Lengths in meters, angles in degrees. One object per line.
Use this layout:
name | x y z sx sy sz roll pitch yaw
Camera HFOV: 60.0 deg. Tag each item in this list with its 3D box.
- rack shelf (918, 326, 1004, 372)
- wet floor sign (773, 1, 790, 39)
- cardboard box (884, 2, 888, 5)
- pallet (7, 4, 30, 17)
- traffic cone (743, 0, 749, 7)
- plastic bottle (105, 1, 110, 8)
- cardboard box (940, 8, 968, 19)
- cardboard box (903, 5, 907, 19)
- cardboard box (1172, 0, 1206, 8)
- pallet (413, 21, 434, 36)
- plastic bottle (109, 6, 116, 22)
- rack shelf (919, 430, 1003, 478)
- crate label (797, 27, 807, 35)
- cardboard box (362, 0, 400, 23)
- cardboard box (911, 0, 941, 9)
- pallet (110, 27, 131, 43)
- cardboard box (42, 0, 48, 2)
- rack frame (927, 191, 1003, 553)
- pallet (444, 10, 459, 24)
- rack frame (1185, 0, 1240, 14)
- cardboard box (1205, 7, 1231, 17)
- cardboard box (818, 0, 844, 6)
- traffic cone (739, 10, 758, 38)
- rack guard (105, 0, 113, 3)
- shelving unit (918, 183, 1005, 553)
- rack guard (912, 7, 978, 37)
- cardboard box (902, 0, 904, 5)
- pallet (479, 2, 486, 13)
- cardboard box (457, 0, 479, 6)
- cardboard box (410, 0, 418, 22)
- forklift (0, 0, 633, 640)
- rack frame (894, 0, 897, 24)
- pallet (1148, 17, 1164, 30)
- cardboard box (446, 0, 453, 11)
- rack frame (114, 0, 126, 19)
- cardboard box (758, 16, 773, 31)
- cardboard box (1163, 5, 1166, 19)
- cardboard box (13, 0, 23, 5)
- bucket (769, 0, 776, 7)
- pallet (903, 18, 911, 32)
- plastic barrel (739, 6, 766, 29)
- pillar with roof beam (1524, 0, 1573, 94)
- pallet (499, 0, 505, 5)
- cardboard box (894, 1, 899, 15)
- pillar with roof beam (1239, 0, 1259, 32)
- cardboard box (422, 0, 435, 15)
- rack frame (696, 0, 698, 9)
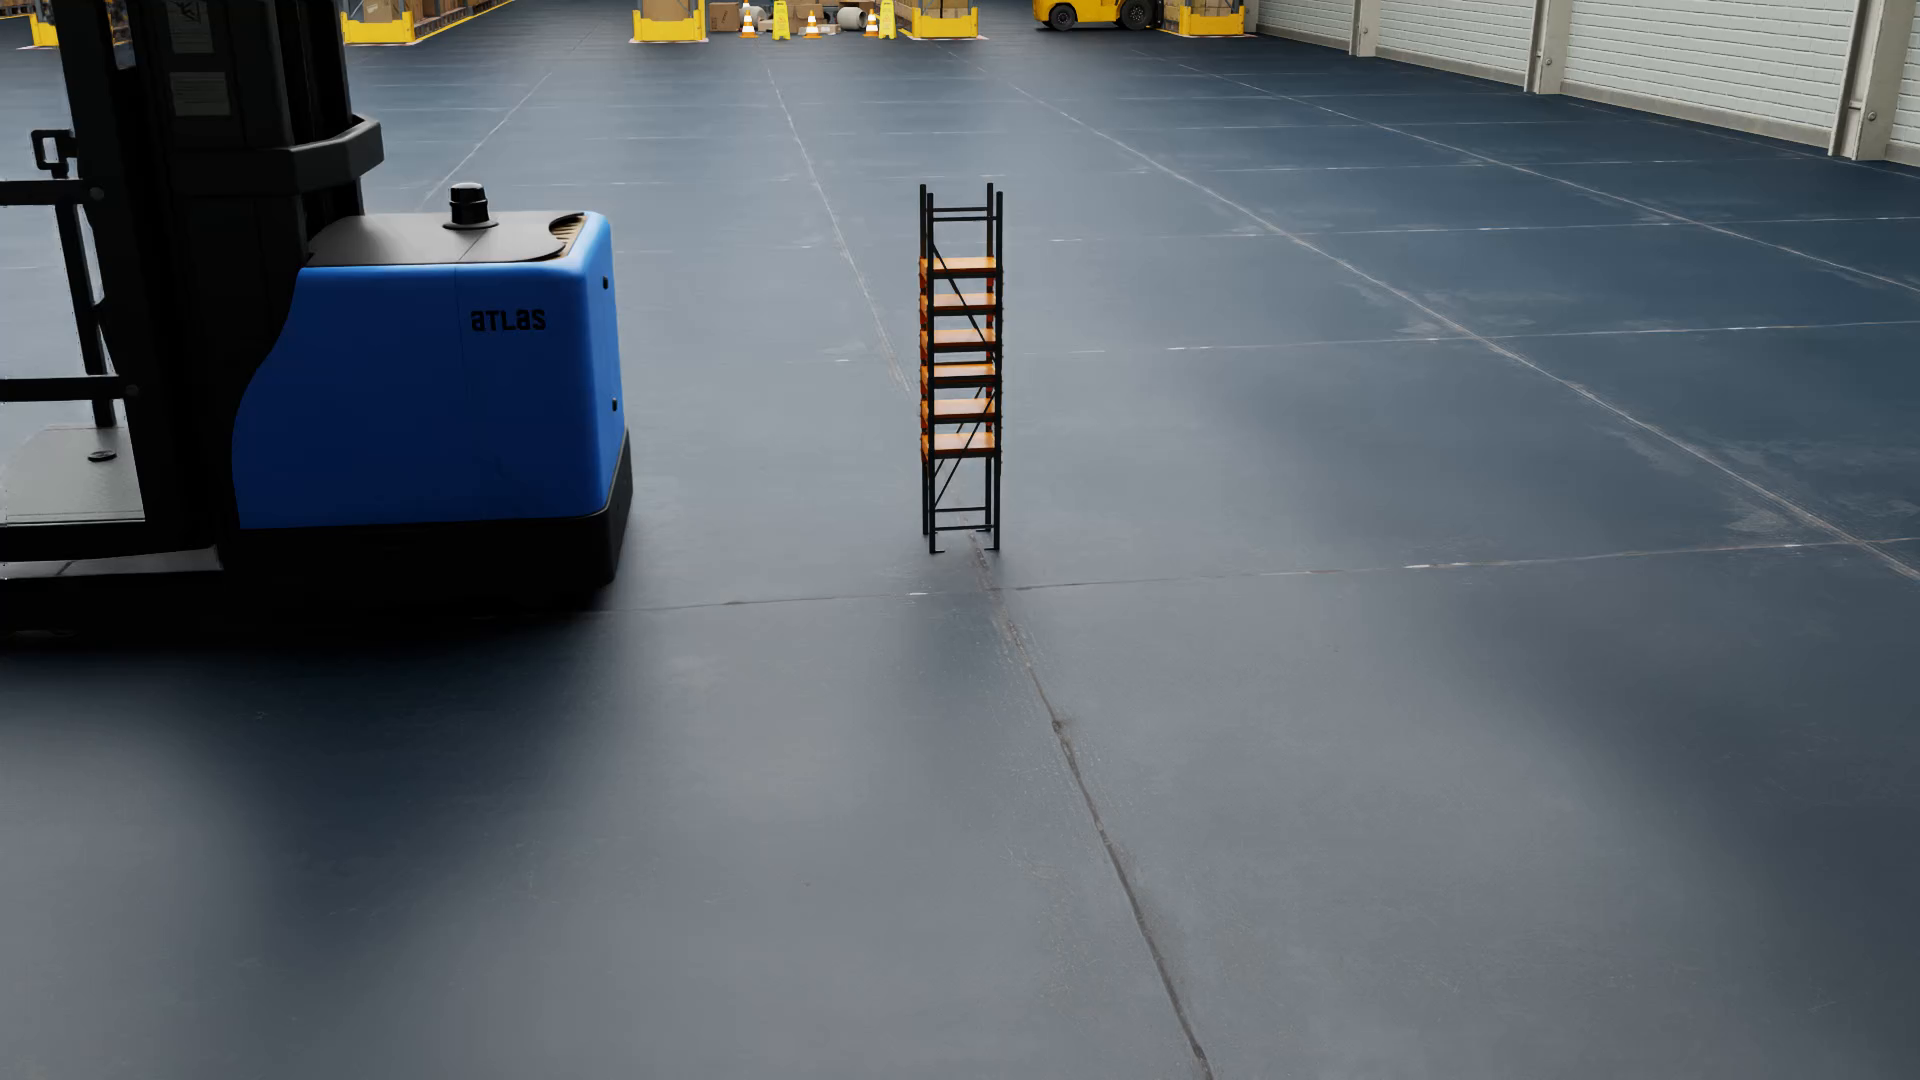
rack shelf | 0.002 -0.628 5.466 0.258 0.103 0.180 -3 21 -8
wet floor sign | -3.184 -9.230 29.507 0.267 0.644 0.232 -7 21 -17
cardboard box | -1.127 -11.550 35.507 0.950 0.372 0.625 -2 21 -6
pallet | -21.269 -11.675 36.674 1.003 0.211 1.213 -3 21 -8
traffic cone | -4.423 -10.980 34.454 0.336 0.463 0.334 -3 21 -8
plastic bottle | -15.842 -9.828 30.900 0.144 0.351 0.185 -2 21 -6
cardboard box | -0.106 -9.730 30.810 0.500 0.250 0.500 -3 21 -8
cardboard box | -0.794 -10.064 31.703 0.500 0.250 0.500 -4 21 -10
cardboard box | 4.268 -10.075 31.020 0.500 0.250 0.500 -3 21 -8
pallet | -10.335 -9.453 30.723 1.003 0.211 1.213 -3 21 -8
plastic bottle | -15.702 -9.747 30.796 0.097 0.271 0.097 0 20 0
rack shelf | 0.002 -0.291 5.592 0.258 0.103 0.180 -3 21 -8
crate label | -2.826 -9.366 30.598 0.250 0.136 0.298 -15 25 -35
cardboard box | -10.143 -9.271 29.224 0.500 0.500 0.500 1 20 2
cardboard box | -0.637 -10.052 30.601 0.500 0.500 0.500 -3 21 -7
pallet | -15.140 -8.778 28.916 1.003 0.211 1.213 -3 21 -8
cardboard box | -21.248 -12.563 38.010 0.500 0.500 0.500 -3 21 -8
rack frame | 0.015 -0.525 5.408 0.240 1.200 0.006 -3 21 -8
pallet | -10.939 -10.800 34.330 1.003 0.211 1.213 -3 21 -8
rack frame | 4.648 -10.780 30.291 1.000 3.000 0.127 -3 21 -8
cardboard box | 4.771 -9.868 31.180 0.500 0.250 0.500 -3 21 -8
cardboard box | -2.597 -10.997 33.362 0.500 0.500 0.500 -3 21 -8
traffic cone | -3.818 -9.310 29.983 0.336 0.463 0.334 -3 21 -8
rack guard | -22.169 -13.872 42.143 1.175 0.500 0.348 -3 21 -8
shelving unit | 0.002 -0.557 5.493 0.258 1.200 0.189 -3 21 -8
rack guard | -0.274 -9.383 30.125 1.175 0.500 0.348 -3 21 -8
cardboard box | -0.860 -10.591 32.042 0.500 0.500 0.500 -2 21 -5
pallet | -11.435 -12.190 38.052 1.003 0.211 1.213 -3 21 -8
cardboard box | -11.302 -12.239 36.636 1.225 0.875 0.875 -4 21 -10
cardboard box | -10.371 -9.889 30.880 0.500 0.500 0.500 -5 21 -13
forklift | -2.631 -1.271 4.931 3.031 2.935 1.130 -2 21 -6
rack frame | -0.840 -11.913 33.325 1.000 3.000 0.127 -3 21 -8
pallet | 4.324 -10.158 32.610 1.003 0.211 1.213 -3 21 -8
cardboard box | -10.926 -11.215 34.400 0.700 0.500 0.500 -1 21 -3
rack frame | -15.548 -11.163 31.318 1.000 3.000 0.127 -3 21 -8
cardboard box | -3.653 -9.845 31.697 0.396 0.266 0.258 1 20 2
cardboard box | 4.142 -10.181 32.018 0.500 0.250 0.500 -3 21 -7
cardboard box | -21.038 -12.042 36.615 0.500 0.500 0.500 -4 21 -10
bucket | -3.423 -10.876 33.055 0.726 0.611 0.620 4 11 11
pallet | -0.529 -9.953 32.062 1.003 0.211 1.213 -3 21 -8
plastic barrel | -4.042 -10.106 32.169 0.512 0.421 0.421 12 24 30
pillar with roof beam | 2.909 -9.505 18.303 9.100 9.000 0.400 -3 21 -8
pallet | -12.011 -13.567 41.740 1.003 0.211 1.213 -3 21 -8
cardboard box | -1.022 -10.604 33.149 0.500 0.250 0.500 -4 21 -10
pillar with roof beam | 1.179 -13.659 29.427 9.100 9.000 0.400 -3 21 -8
cardboard box | -10.714 -10.662 32.919 0.700 0.500 0.500 -5 21 -12
rack frame | -6.300 -13.013 36.271 1.000 3.000 0.127 -3 21 -8
